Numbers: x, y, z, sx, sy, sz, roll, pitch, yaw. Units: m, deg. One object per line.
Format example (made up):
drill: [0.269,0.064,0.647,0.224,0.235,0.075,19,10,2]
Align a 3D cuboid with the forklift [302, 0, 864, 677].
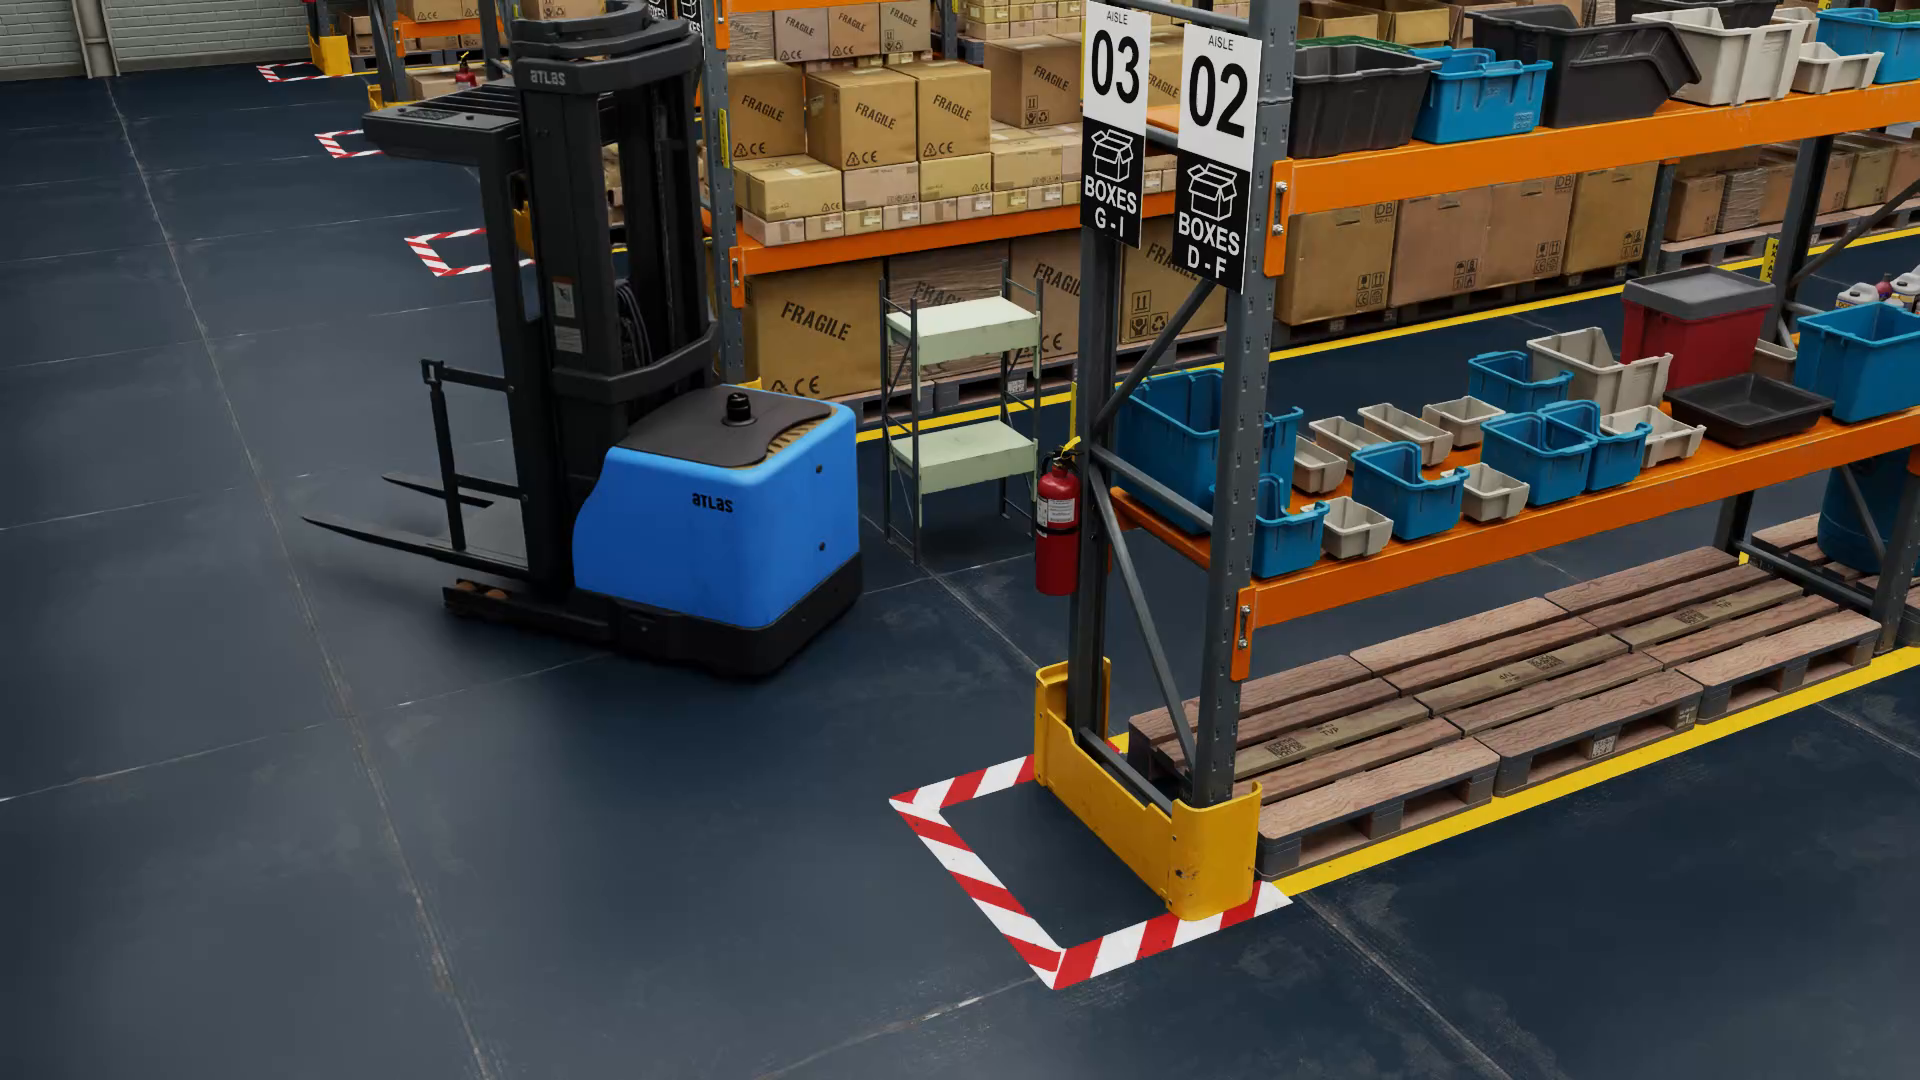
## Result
forklift: [-2.054,-1.097,8.147,3.031,2.935,1.130,12,28,23]

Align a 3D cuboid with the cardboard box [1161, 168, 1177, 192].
cardboard box: [1.365,-2.475,11.229,0.250,0.149,0.380,-14,29,-26]

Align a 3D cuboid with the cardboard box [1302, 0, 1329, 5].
cardboard box: [3.742,-5.643,17.422,0.500,0.500,0.500,-13,28,-25]

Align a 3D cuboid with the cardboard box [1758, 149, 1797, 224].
cardboard box: [7.025,-3.146,14.717,0.500,0.500,0.700,-11,28,-21]

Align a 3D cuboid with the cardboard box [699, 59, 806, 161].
cardboard box: [-1.289,-2.670,10.308,0.500,0.500,0.500,-13,28,-24]

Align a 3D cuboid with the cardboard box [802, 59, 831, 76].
cardboard box: [-1.358,-4.299,15.028,0.250,0.149,0.380,-14,29,-27]

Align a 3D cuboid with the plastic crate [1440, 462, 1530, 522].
plastic crate: [2.028,-0.178,6.391,0.298,0.136,0.250,-13,29,-25]

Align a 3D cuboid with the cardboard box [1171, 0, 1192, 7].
cardboard box: [2.089,-5.335,16.358,0.250,0.149,0.380,-13,29,-25]

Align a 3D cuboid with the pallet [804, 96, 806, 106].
pallet: [-2.084,-5.594,20.657,1.213,0.211,1.003,-13,29,-25]

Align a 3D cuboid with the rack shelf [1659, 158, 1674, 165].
rack shelf: [3.698,-2.963,12.787,4.000,0.370,1.077,-13,29,-25]

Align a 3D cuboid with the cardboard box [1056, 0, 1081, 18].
cardboard box: [0.937,-5.069,15.804,0.250,0.149,0.380,-14,29,-27]

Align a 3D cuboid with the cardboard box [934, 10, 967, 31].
cardboard box: [-0.054,-5.027,16.061,0.250,0.149,0.380,-14,29,-26]

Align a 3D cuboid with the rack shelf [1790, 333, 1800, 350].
rack shelf: [6.029,-1.072,8.847,4.000,0.370,1.077,-13,29,-25]

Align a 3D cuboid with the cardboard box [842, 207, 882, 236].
cardboard box: [-0.676,-2.004,10.248,0.250,0.149,0.380,-14,29,-26]

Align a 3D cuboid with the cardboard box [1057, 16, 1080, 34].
cardboard box: [0.939,-4.934,15.867,0.250,0.149,0.380,-13,28,-25]

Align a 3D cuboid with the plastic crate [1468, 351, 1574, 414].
plastic crate: [2.426,-0.642,7.245,0.300,0.233,0.416,-13,29,-25]

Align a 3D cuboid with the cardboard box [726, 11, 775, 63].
cardboard box: [-1.969,-4.465,14.625,0.500,0.500,0.500,-14,29,-26]

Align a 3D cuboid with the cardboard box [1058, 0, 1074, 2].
cardboard box: [0.945,-5.204,15.741,0.250,0.149,0.380,-13,29,-26]

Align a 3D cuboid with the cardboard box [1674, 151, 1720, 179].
cardboard box: [6.040,-3.252,14.071,0.500,0.250,0.500,-12,28,-23]

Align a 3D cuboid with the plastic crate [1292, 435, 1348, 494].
plastic crate: [1.369,-0.317,6.680,0.243,0.136,0.396,-13,29,-25]

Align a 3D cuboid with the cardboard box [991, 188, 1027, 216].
cardboard box: [0.229,-2.212,10.682,0.250,0.149,0.380,-14,29,-26]

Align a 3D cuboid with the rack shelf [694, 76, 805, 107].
rack shelf: [-2.076,-4.063,15.078,4.000,0.370,1.077,-13,29,-25]

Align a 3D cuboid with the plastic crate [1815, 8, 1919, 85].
plastic crate: [3.611,-1.958,6.590,0.300,0.233,0.416,-13,29,-25]

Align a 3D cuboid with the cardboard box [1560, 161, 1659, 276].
cardboard box: [4.845,-2.794,13.573,0.875,0.875,1.225,-14,29,-27]

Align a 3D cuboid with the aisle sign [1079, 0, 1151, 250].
aisle sign: [0.534,-1.443,5.786,0.004,0.787,0.394,-13,29,-25]

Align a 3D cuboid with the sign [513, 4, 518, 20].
sign: [-3.585,-4.163,13.455,0.005,0.325,0.100,-13,29,-25]

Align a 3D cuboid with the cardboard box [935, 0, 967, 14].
cardboard box: [-0.053,-5.162,15.996,0.250,0.149,0.380,-12,28,-24]

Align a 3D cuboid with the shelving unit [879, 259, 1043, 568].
shelving unit: [0.006,-0.677,8.928,0.755,1.500,0.431,-13,29,-25]

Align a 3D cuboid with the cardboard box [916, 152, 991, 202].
cardboard box: [-0.145,-2.336,10.479,0.500,0.250,0.500,-14,29,-27]

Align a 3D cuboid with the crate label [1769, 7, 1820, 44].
crate label: [3.697,-2.233,7.273,0.466,0.136,0.293,-13,29,-25]

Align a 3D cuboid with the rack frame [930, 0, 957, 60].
rack frame: [-0.311,-4.795,15.771,0.127,3.000,1.000,-13,29,-25]

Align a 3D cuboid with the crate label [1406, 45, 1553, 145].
crate label: [1.701,-1.524,5.664,0.502,0.251,0.408,-13,29,-25]

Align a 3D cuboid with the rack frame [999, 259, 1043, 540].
rack frame: [0.329,-0.752,9.083,0.023,1.500,0.400,-13,29,-25]

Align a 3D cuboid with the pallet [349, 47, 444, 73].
pallet: [-7.828,-6.666,22.890,1.213,0.211,1.003,-13,29,-25]

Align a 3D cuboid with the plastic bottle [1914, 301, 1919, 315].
plastic bottle: [4.858,-1.133,8.374,0.097,0.201,0.097,0,26,0]

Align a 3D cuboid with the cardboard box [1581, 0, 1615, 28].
cardboard box: [4.810,-4.049,12.944,0.637,0.503,0.797,-12,28,-23]

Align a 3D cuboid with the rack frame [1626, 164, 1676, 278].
rack frame: [5.463,-3.695,13.480,0.127,3.000,1.000,-13,29,-25]

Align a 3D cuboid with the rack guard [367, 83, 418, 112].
rack guard: [-6.280,-4.718,18.500,0.348,0.500,1.175,-13,29,-25]

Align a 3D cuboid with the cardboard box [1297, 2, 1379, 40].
cardboard box: [2.493,-3.511,11.822,0.637,0.503,0.797,-14,29,-26]

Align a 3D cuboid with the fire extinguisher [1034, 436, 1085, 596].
fire extinguisher: [0.388,-0.114,6.541,0.183,0.674,0.296,-13,29,-25]

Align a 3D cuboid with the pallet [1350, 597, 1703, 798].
pallet: [2.556,0.683,7.583,1.213,0.211,1.003,-13,29,-25]

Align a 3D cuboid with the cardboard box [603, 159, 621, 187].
cardboard box: [-3.032,-3.232,14.636,0.250,0.149,0.380,-12,28,-24]

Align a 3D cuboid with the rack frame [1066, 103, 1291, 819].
rack frame: [0.735,-0.174,6.146,0.127,3.000,1.000,-13,29,-25]

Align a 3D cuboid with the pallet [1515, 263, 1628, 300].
pallet: [4.732,-2.306,13.809,1.213,0.211,1.003,-13,29,-25]

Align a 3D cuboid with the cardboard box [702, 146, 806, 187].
cardboard box: [-1.293,-2.332,10.471,0.500,0.250,0.500,-13,29,-26]

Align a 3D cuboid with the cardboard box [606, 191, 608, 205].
cardboard box: [-3.257,-3.027,14.554,0.250,0.149,0.380,-12,28,-23]

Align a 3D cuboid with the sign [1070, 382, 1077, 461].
sign: [0.462,-0.454,6.542,0.005,0.325,0.100,-13,29,-25]

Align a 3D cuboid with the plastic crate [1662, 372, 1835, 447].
plastic crate: [3.403,-0.561,7.201,0.590,0.125,0.437,-13,29,-25]

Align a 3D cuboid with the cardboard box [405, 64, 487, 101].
cardboard box: [-5.724,-5.057,18.792,0.875,0.438,0.875,-14,29,-27]

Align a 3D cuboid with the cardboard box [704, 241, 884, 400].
cardboard box: [-1.069,-1.458,10.790,0.875,0.875,0.875,-13,29,-25]

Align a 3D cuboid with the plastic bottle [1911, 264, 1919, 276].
plastic bottle: [4.922,-1.278,8.504,0.185,0.351,0.144,-13,29,-25]

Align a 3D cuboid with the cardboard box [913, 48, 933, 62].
cardboard box: [-0.453,-4.534,15.518,0.250,0.149,0.380,-13,29,-26]

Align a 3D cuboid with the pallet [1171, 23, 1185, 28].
pallet: [1.491,-5.104,16.637,1.213,0.211,1.003,-13,29,-25]

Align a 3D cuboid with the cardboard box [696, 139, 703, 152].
cardboard box: [-2.321,-3.603,15.411,0.250,0.149,0.380,-14,29,-27]

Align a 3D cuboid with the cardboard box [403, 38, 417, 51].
cardboard box: [-7.620,-6.809,22.775,0.250,0.149,0.380,-14,29,-27]

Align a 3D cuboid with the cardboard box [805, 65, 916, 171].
cardboard box: [-0.604,-2.566,10.093,0.500,0.500,0.500,-14,29,-26]

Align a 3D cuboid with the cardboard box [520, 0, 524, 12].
cardboard box: [-3.554,-4.798,14.164,0.500,0.500,0.500,-14,29,-26]

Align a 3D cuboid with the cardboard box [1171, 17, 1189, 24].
cardboard box: [2.094,-5.202,16.425,0.250,0.149,0.380,-14,29,-27]

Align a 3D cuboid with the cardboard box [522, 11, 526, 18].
cardboard box: [-3.565,-4.349,14.384,0.500,0.500,0.500,-12,28,-24]
